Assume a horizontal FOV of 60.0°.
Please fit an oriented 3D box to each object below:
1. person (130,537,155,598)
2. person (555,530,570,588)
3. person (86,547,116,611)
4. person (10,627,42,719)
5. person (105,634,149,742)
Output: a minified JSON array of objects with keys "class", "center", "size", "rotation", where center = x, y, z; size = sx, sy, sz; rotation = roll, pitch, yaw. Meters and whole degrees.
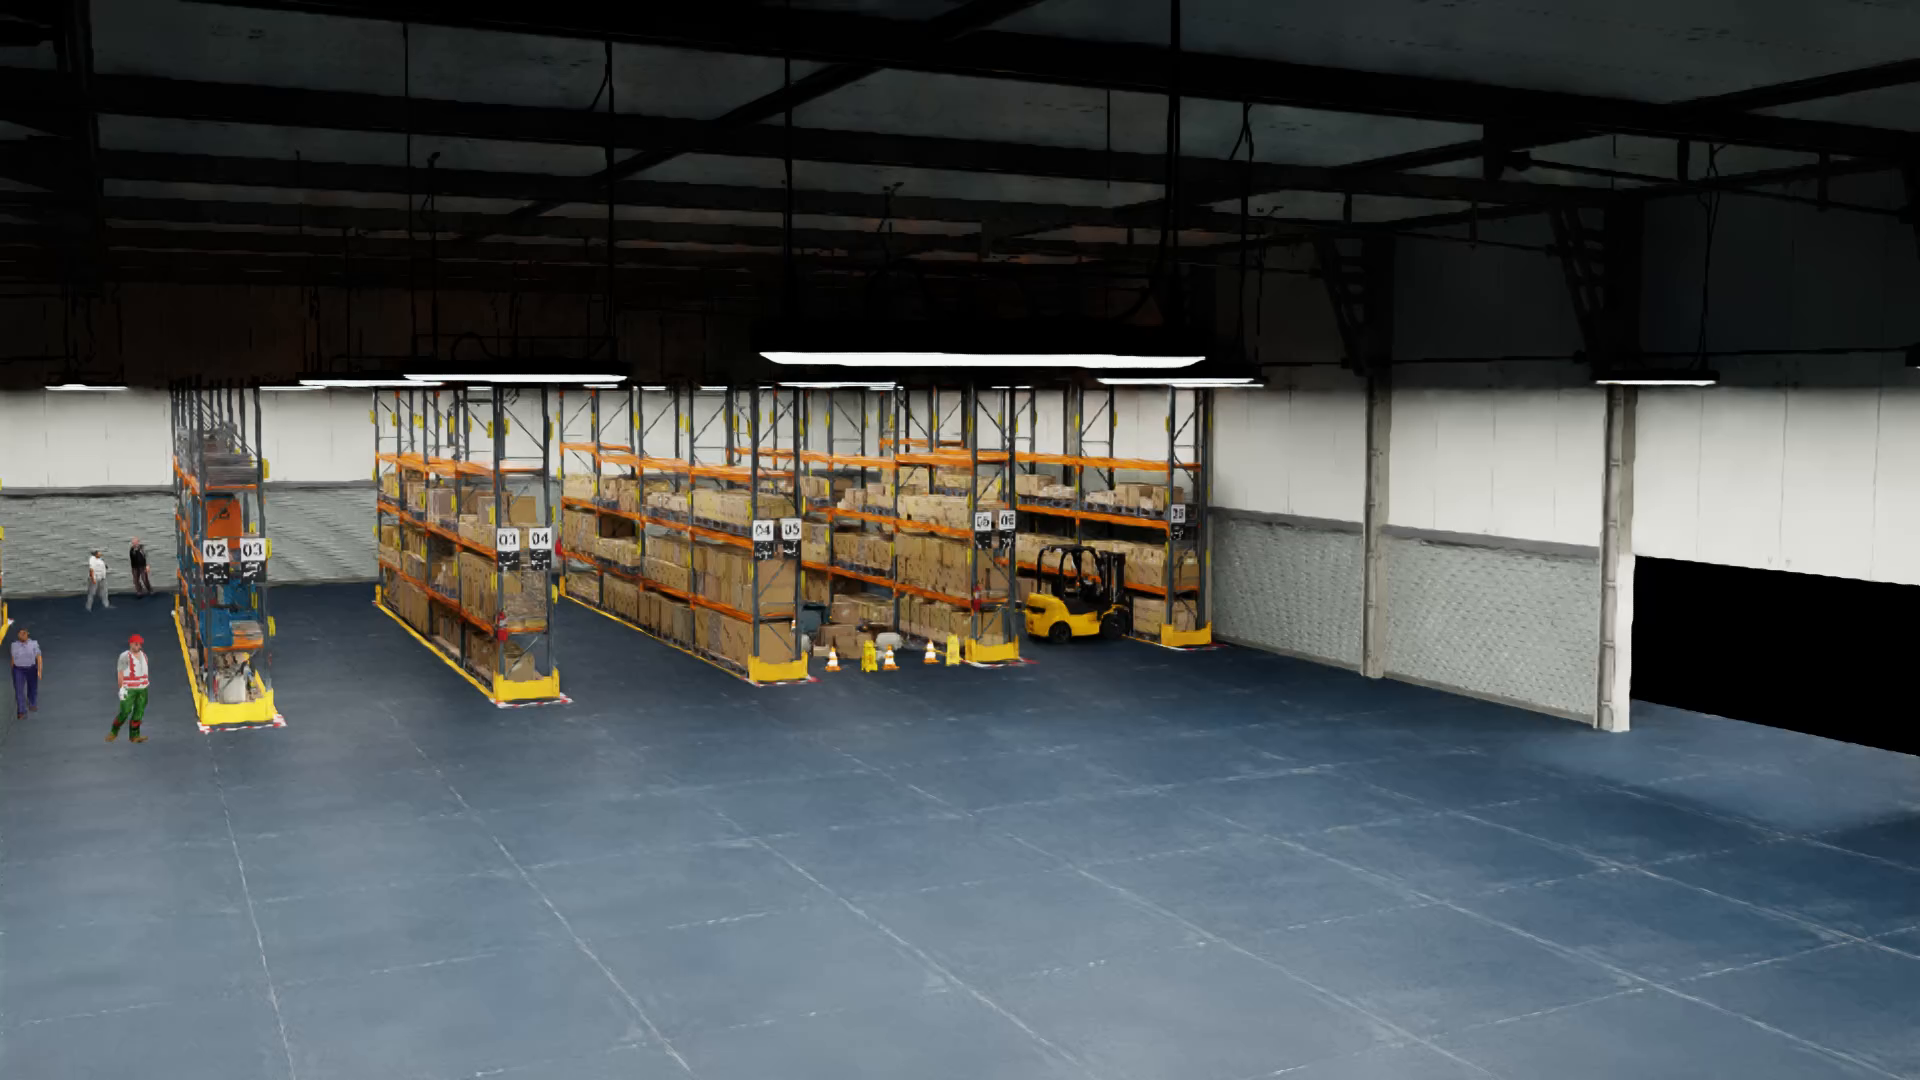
[{"class":"person","center":[-22.838,0.749,46.396],"size":[0.582,1.710,0.536],"rotation":[1,5,10]},{"class":"person","center":[-11.513,0.542,48.500],"size":[0.699,1.717,0.497],"rotation":[3,6,31]},{"class":"person","center":[-22.607,1.011,43.606],"size":[0.529,1.655,0.717],"rotation":[1,5,6]},{"class":"person","center":[-16.481,2.316,29.373],"size":[0.493,1.587,1.000],"rotation":[-3,6,-28]},{"class":"person","center":[-13.566,2.420,27.120],"size":[0.532,1.778,0.724],"rotation":[2,6,25]}]
